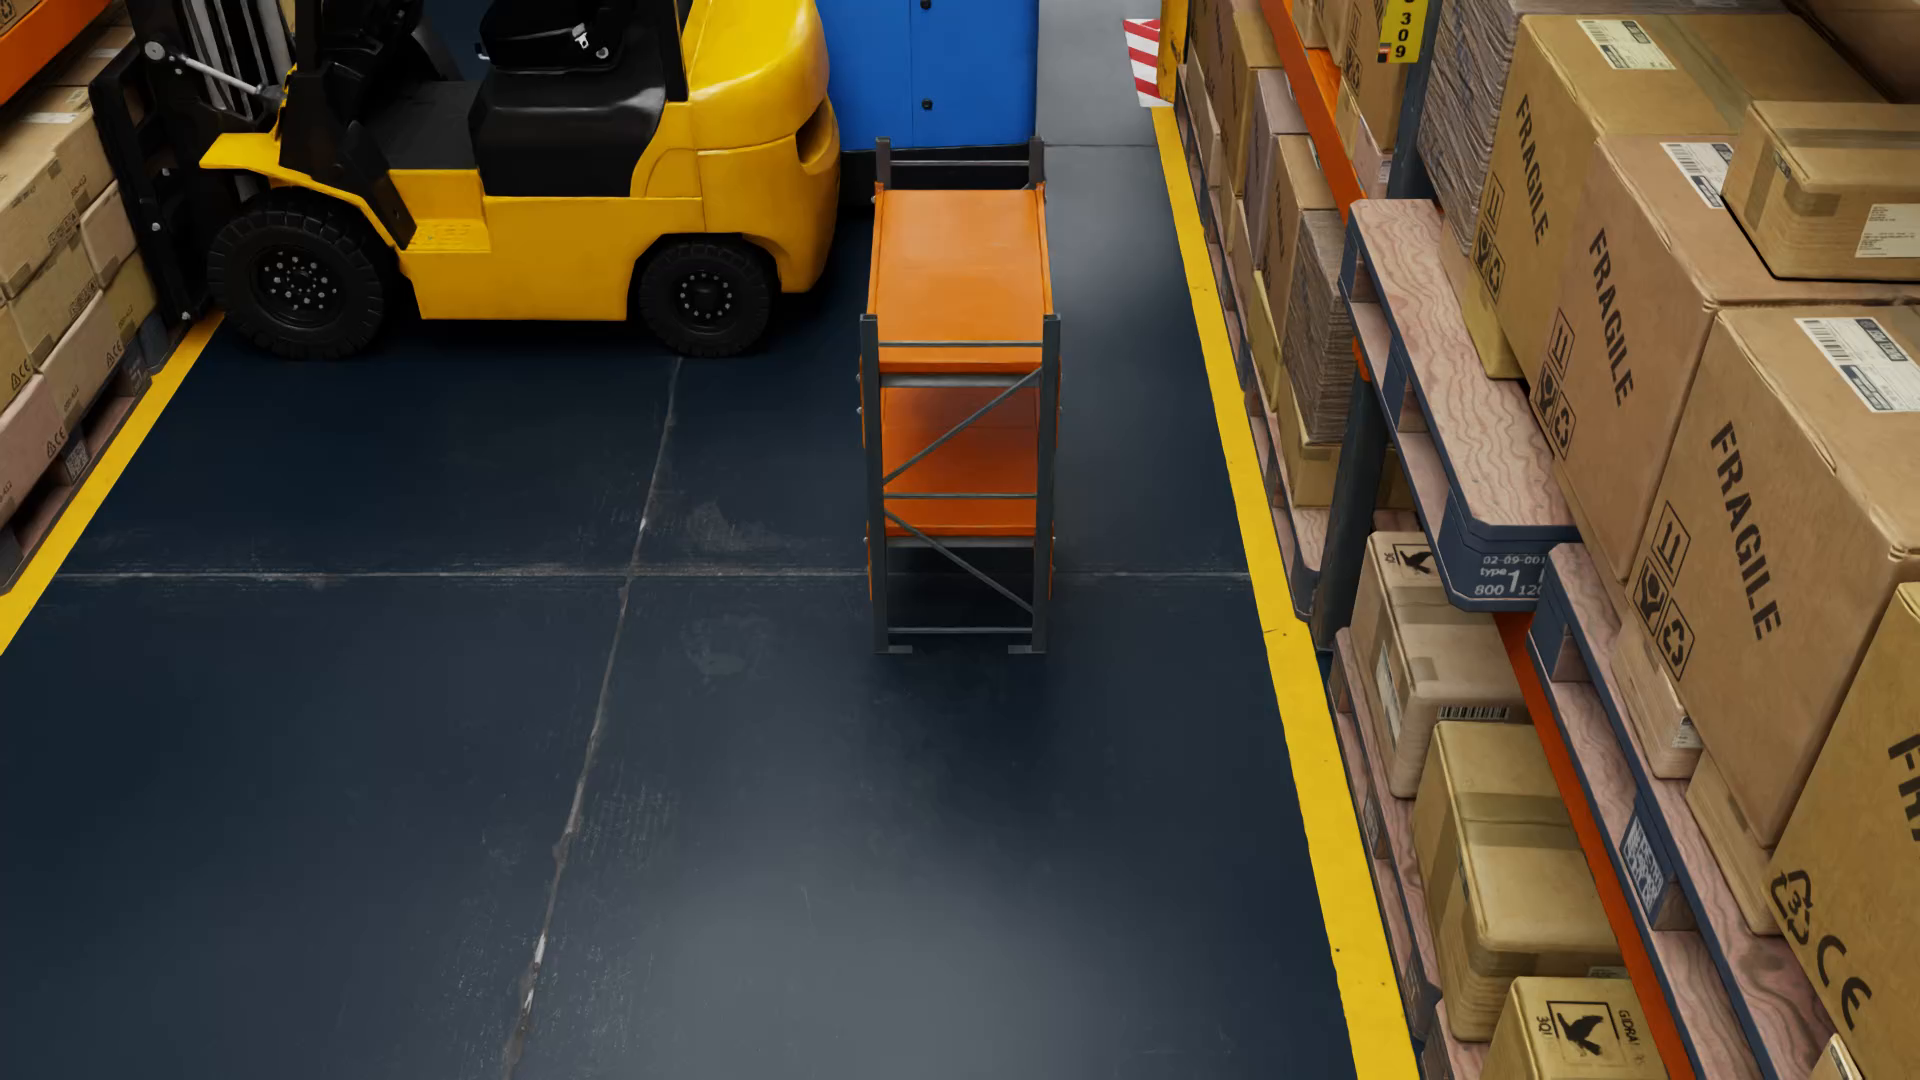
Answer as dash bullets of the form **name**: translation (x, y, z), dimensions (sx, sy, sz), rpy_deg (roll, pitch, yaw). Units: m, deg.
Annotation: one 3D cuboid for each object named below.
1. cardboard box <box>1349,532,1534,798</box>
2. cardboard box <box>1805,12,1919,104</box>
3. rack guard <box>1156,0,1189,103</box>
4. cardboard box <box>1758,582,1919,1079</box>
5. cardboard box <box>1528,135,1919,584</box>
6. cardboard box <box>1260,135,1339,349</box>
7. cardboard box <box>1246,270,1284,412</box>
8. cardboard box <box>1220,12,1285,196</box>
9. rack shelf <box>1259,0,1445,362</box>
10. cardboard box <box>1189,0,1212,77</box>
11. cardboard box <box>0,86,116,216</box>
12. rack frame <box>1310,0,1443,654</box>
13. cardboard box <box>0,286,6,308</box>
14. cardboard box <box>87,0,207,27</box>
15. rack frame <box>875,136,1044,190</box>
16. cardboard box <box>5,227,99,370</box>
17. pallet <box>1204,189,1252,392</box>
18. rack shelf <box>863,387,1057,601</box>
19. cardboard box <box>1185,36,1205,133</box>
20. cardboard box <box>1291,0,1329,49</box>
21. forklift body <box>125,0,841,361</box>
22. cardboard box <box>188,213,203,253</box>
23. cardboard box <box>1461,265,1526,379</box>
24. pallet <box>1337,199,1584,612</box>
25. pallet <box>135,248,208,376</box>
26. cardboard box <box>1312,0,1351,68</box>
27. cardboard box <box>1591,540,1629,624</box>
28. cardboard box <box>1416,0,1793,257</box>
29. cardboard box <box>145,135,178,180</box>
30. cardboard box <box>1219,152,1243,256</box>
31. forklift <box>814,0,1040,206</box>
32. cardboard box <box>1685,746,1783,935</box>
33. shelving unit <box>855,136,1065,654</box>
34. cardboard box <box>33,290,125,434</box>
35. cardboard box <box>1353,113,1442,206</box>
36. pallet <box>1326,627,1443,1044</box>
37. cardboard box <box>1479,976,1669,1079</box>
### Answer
- **cardboard box**: translation (1.540, 0.311, 4.229), dimensions (0.950, 0.372, 0.625), rpy_deg (0, 39, 1)
- **cardboard box**: translation (1.769, -0.599, 2.945), dimensions (0.500, 0.500, 0.500), rpy_deg (0, 39, 0)
- **rack guard**: translation (1.533, -2.357, 7.792), dimensions (1.175, 0.500, 0.348), rpy_deg (0, 39, 0)
- **cardboard box**: translation (1.250, 0.381, 1.723), dimensions (0.500, 0.500, 0.500), rpy_deg (-3, 39, -3)
- **cardboard box**: translation (1.239, -0.282, 2.550), dimensions (0.500, 0.500, 0.500), rpy_deg (0, 39, 0)
- **cardboard box**: translation (1.266, -0.950, 5.300), dimensions (0.500, 0.500, 0.500), rpy_deg (1, 39, 1)
- **cardboard box**: translation (1.257, -0.672, 5.553), dimensions (0.500, 0.250, 0.500), rpy_deg (-1, 39, -1)
- **cardboard box**: translation (1.255, -1.604, 6.116), dimensions (0.500, 0.500, 0.500), rpy_deg (1, 39, 1)
- **rack shelf**: translation (1.535, -1.849, 5.734), dimensions (1.077, 0.370, 4.000), rpy_deg (0, 39, 0)
- **cardboard box**: translation (1.258, -2.244, 6.915), dimensions (0.500, 0.500, 0.500), rpy_deg (-1, 39, -2)
- **cardboard box**: translation (-3.116, -1.288, 5.521), dimensions (0.500, 0.250, 0.500), rpy_deg (1, 39, 1)
- **rack frame**: translation (1.537, -0.879, 3.948), dimensions (1.000, 3.000, 0.127), rpy_deg (0, 39, 0)
- **cardboard box**: translation (-3.113, -0.657, 4.734), dimensions (0.500, 0.250, 0.500), rpy_deg (-1, 39, -1)
- **cardboard box**: translation (-3.102, -1.933, 6.327), dimensions (0.500, 0.250, 0.500), rpy_deg (0, 39, 1)
- **rack frame**: translation (-0.001, -0.753, 5.290), dimensions (0.500, 1.125, 0.032), rpy_deg (0, 39, 0)
- **cardboard box**: translation (-3.121, -0.777, 5.284), dimensions (0.500, 0.250, 0.500), rpy_deg (0, 39, 0)
- **pallet**: translation (1.497, -0.975, 6.298), dimensions (1.003, 0.211, 1.213), rpy_deg (0, 39, 0)
- **rack shelf**: translation (0.000, -0.244, 5.046), dimensions (0.538, 0.278, 1.000), rpy_deg (0, 39, 0)
- **cardboard box**: translation (1.257, -1.966, 7.168), dimensions (0.500, 0.250, 0.500), rpy_deg (0, 39, 0)
- **cardboard box**: translation (1.228, -1.617, 5.070), dimensions (0.380, 0.149, 0.250), rpy_deg (-1, 39, -1)
- **forklift body**: translation (-1.604, -1.859, 5.849), dimensions (2.313, 2.155, 1.214), rpy_deg (0, 39, 0)
- **cardboard box**: translation (-3.109, -1.223, 6.240), dimensions (0.500, 0.250, 0.500), rpy_deg (1, 39, 1)
- **cardboard box**: translation (1.213, -0.443, 3.269), dimensions (0.380, 0.149, 0.250), rpy_deg (1, 39, 1)
- **pallet**: translation (1.393, -0.326, 3.411), dimensions (1.003, 0.211, 1.213), rpy_deg (0, 39, 0)
- **pallet**: translation (-3.390, -1.047, 6.388), dimensions (1.003, 0.211, 1.213), rpy_deg (0, 39, 0)
- **cardboard box**: translation (1.281, -1.633, 4.572), dimensions (0.500, 0.500, 0.500), rpy_deg (1, 39, 1)
- **cardboard box**: translation (1.247, 0.050, 2.654), dimensions (0.380, 0.149, 0.250), rpy_deg (0, 39, 0)
- **cardboard box**: translation (1.251, -0.904, 3.326), dimensions (0.500, 0.500, 0.500), rpy_deg (1, 39, 1)
- **cardboard box**: translation (-3.109, -1.407, 6.070), dimensions (0.500, 0.250, 0.500), rpy_deg (0, 39, 0)
- **cardboard box**: translation (1.263, -1.306, 6.344), dimensions (0.500, 0.250, 0.500), rpy_deg (2, 39, 3)
- **forklift**: translation (-0.321, -3.425, 7.180), dimensions (1.130, 2.935, 3.031), rpy_deg (-3, 39, -4)
- **cardboard box**: translation (1.225, 0.383, 2.238), dimensions (0.380, 0.149, 0.250), rpy_deg (-1, 39, -1)
- **shelving unit**: translation (0.000, -0.435, 4.893), dimensions (0.538, 1.125, 1.048), rpy_deg (0, 39, 0)
- **cardboard box**: translation (-3.112, -0.584, 5.443), dimensions (0.500, 0.250, 0.500), rpy_deg (-1, 39, -1)
- **cardboard box**: translation (1.232, -0.982, 4.277), dimensions (0.380, 0.149, 0.250), rpy_deg (0, 39, -1)
- **pallet**: translation (1.540, 0.696, 4.212), dimensions (1.003, 0.211, 1.213), rpy_deg (0, 39, 0)
- **cardboard box**: translation (1.547, 1.195, 3.125), dimensions (0.950, 0.372, 0.625), rpy_deg (1, 39, 1)
